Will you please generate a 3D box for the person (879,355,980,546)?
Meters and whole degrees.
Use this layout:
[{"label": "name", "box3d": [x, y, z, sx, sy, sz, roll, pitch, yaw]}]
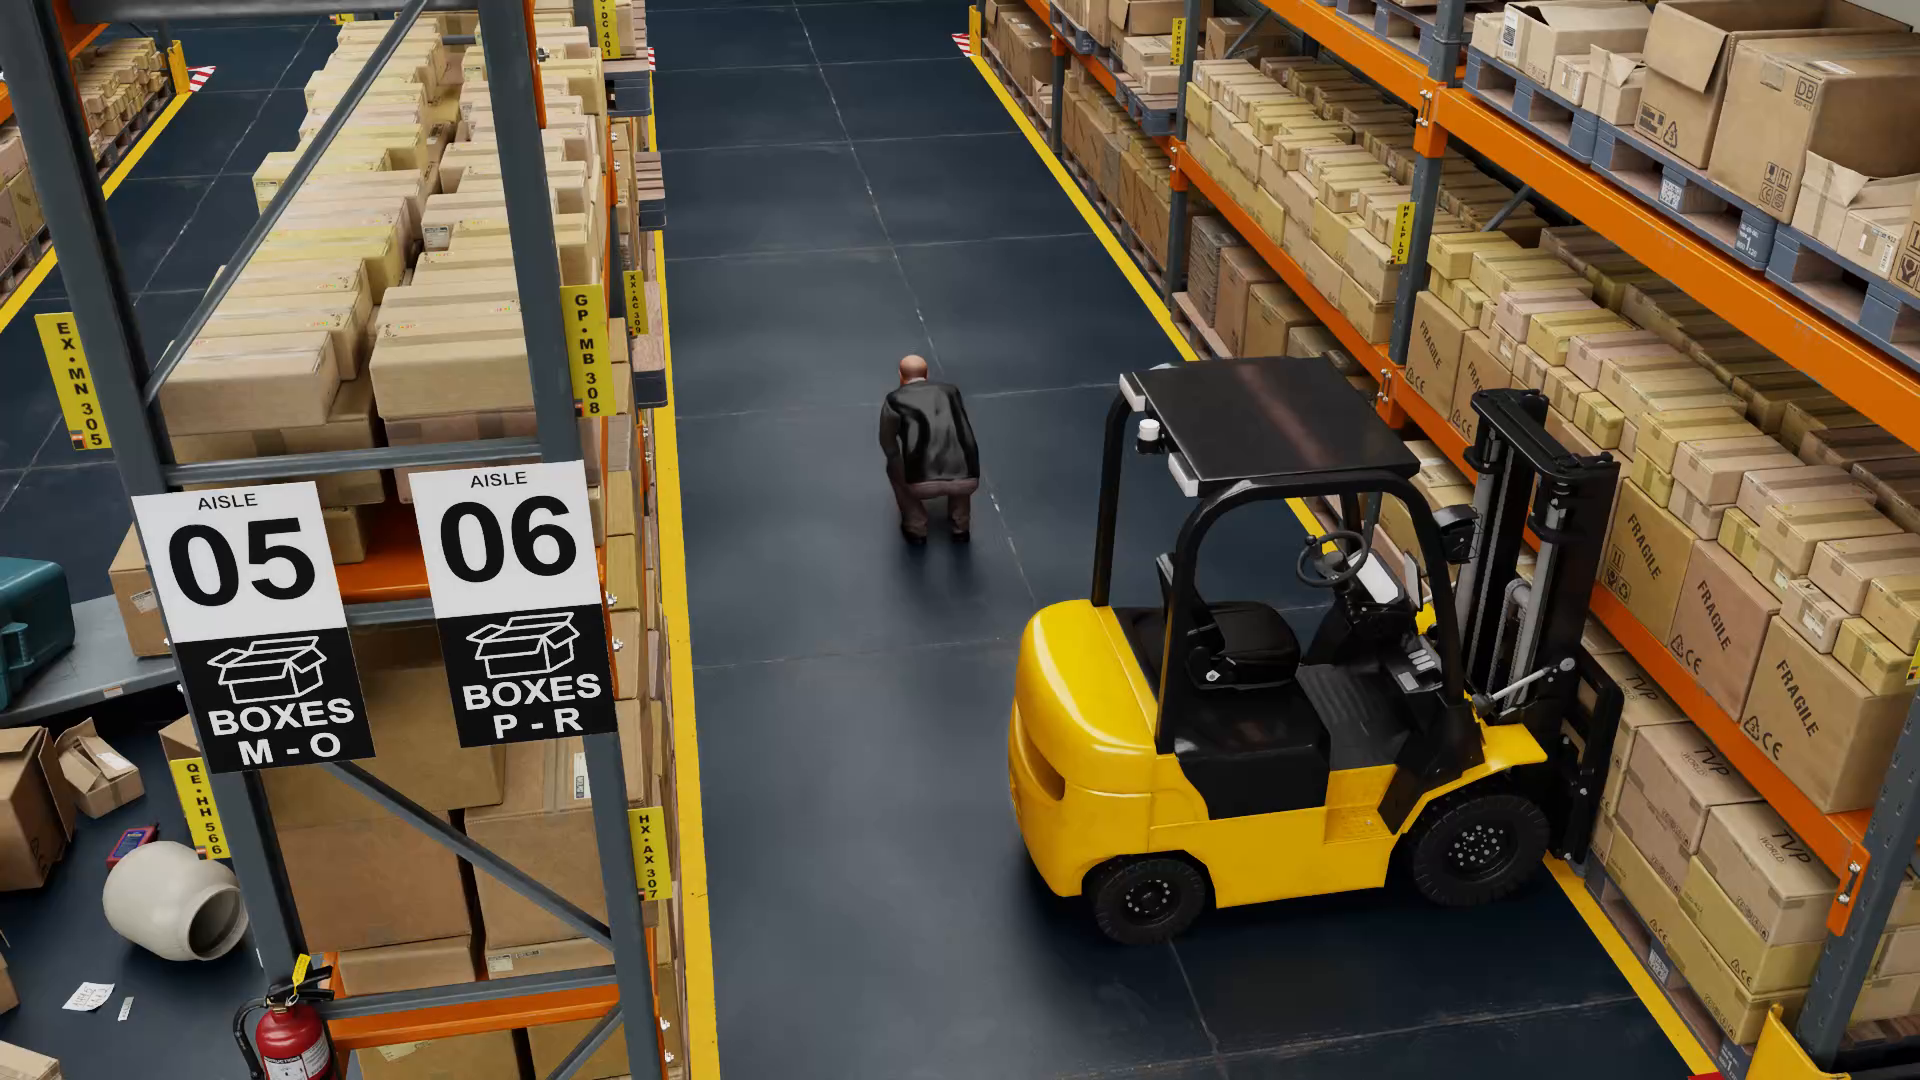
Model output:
[{"label": "person", "box3d": [-0.183, -0.519, 9.784, 0.538, 0.977, 0.867, -5, 31, -9]}]
